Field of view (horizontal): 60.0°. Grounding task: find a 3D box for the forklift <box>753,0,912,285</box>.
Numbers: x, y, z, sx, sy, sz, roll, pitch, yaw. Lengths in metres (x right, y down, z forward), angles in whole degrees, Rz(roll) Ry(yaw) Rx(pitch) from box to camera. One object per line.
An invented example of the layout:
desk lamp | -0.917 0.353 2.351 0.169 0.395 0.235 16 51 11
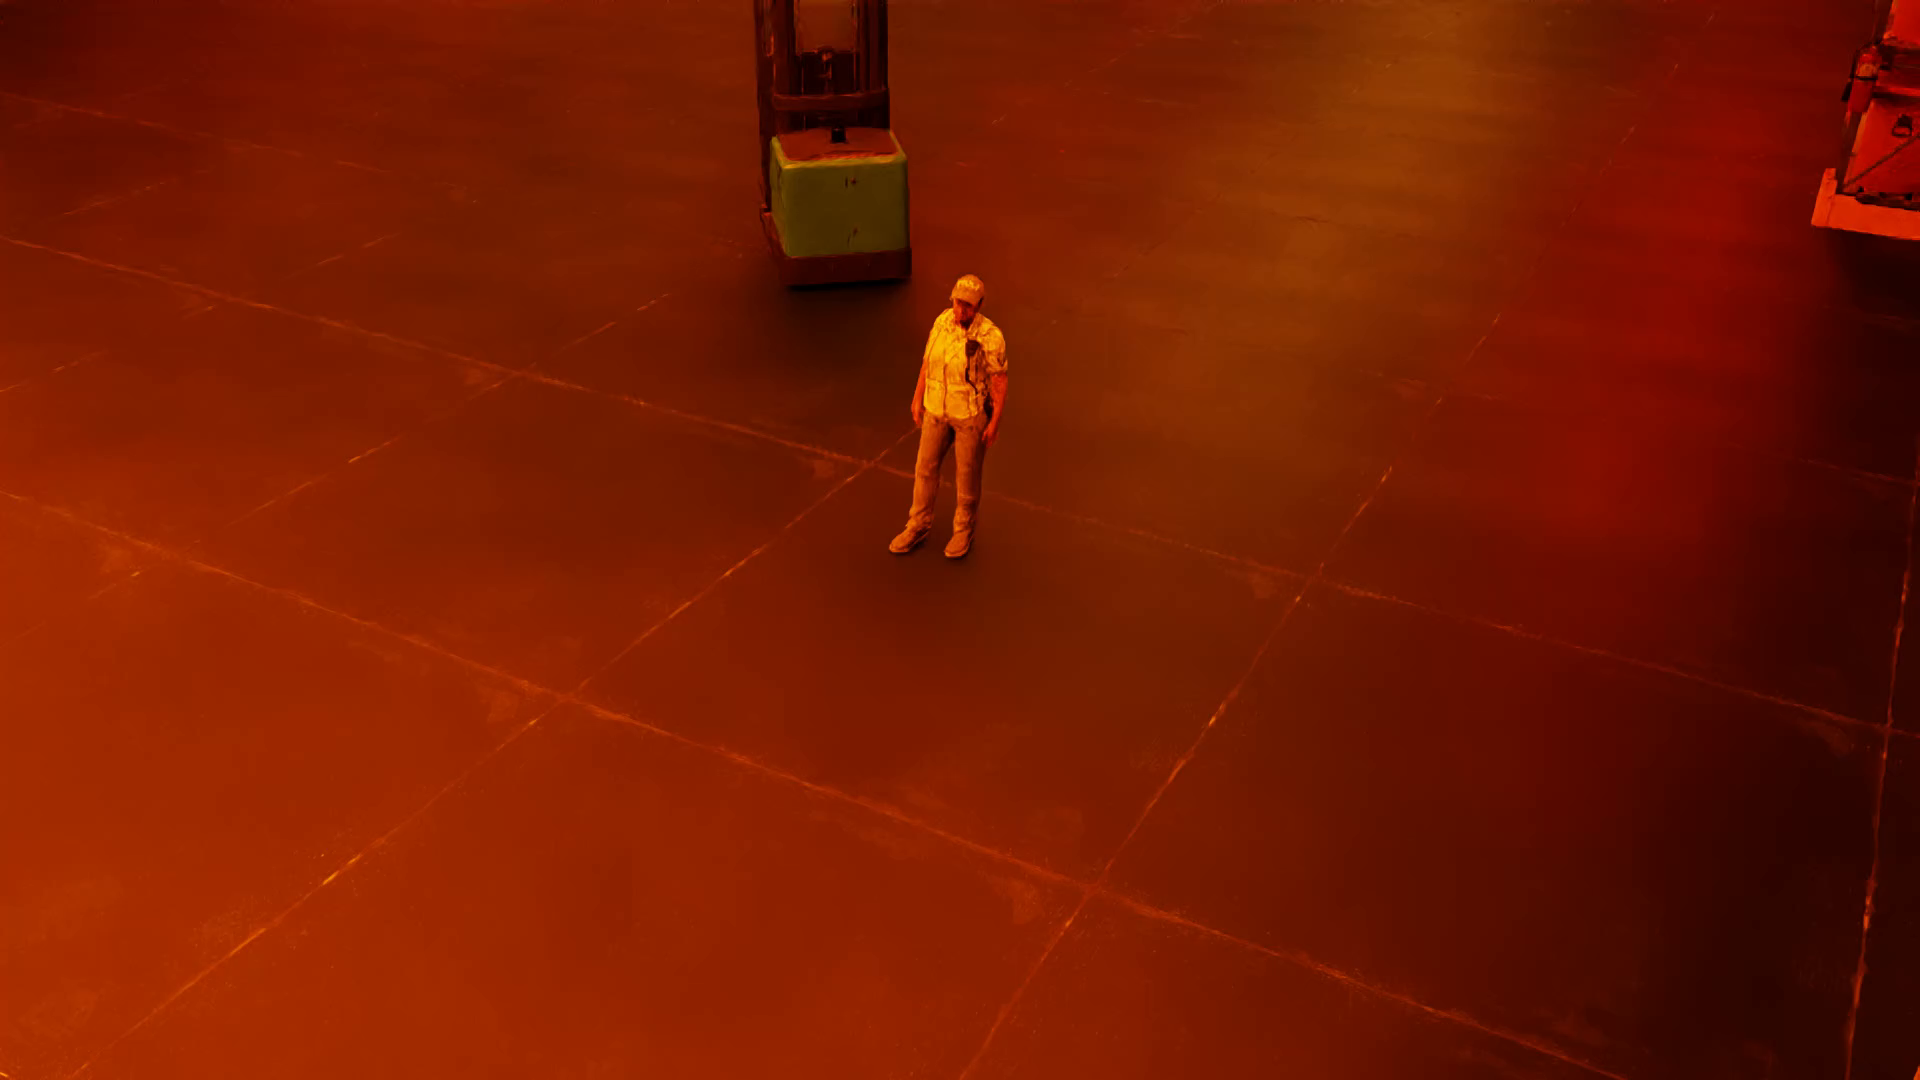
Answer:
forklift | -1.193 -4.046 14.081 1.130 2.935 3.031 -6 30 -10

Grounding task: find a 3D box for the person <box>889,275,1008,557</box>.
person | -0.057 -0.700 9.534 0.598 1.669 0.529 15 33 25
